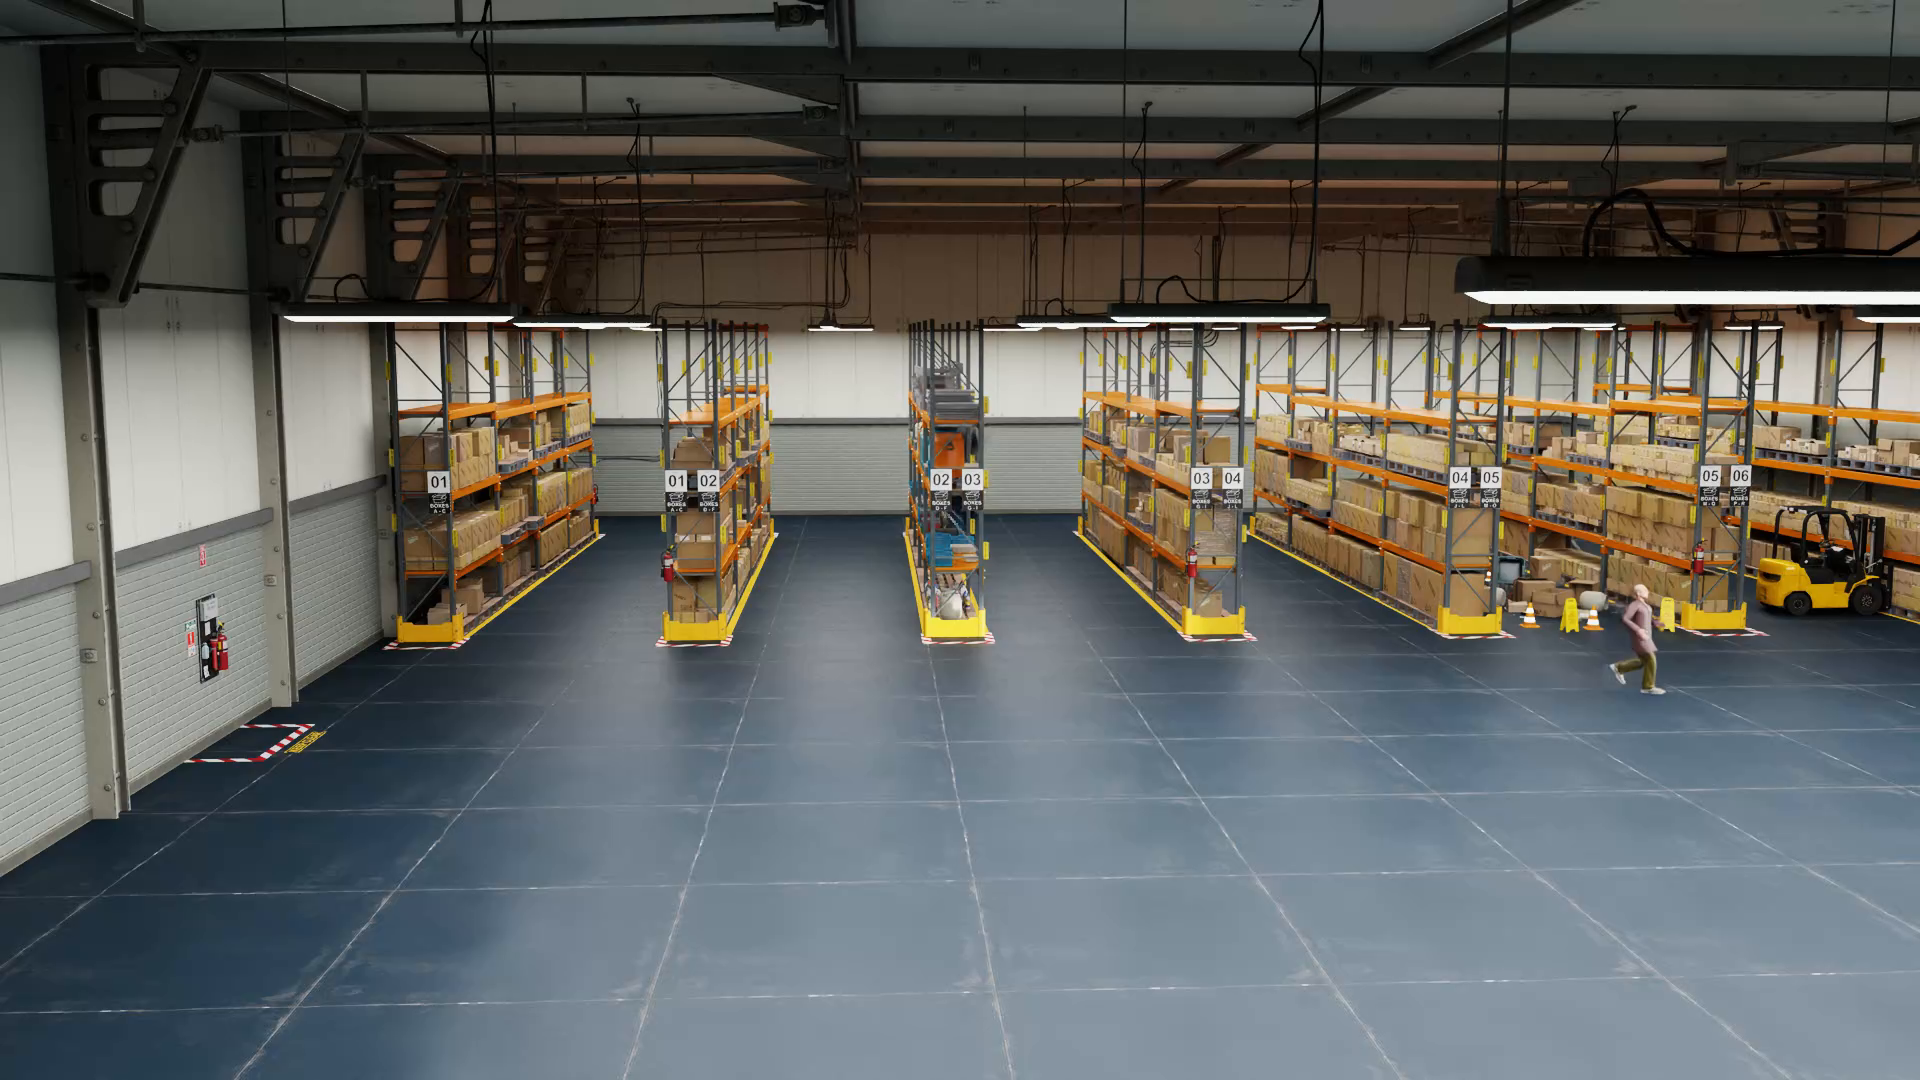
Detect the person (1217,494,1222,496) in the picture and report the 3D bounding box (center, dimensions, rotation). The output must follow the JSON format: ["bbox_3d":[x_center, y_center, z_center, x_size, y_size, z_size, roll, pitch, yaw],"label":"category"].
[{"bbox_3d":[7.243,-0.986,47.940,0.643,1.633,0.645,3,8,23],"label":"person"}]

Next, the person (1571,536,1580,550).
[{"bbox_3d":[15.748,-0.359,42.552,0.588,1.666,0.805,-1,7,-6],"label":"person"}]

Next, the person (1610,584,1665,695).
[{"bbox_3d":[10.870,1.575,26.626,0.897,1.745,0.720,5,9,37],"label":"person"}]
